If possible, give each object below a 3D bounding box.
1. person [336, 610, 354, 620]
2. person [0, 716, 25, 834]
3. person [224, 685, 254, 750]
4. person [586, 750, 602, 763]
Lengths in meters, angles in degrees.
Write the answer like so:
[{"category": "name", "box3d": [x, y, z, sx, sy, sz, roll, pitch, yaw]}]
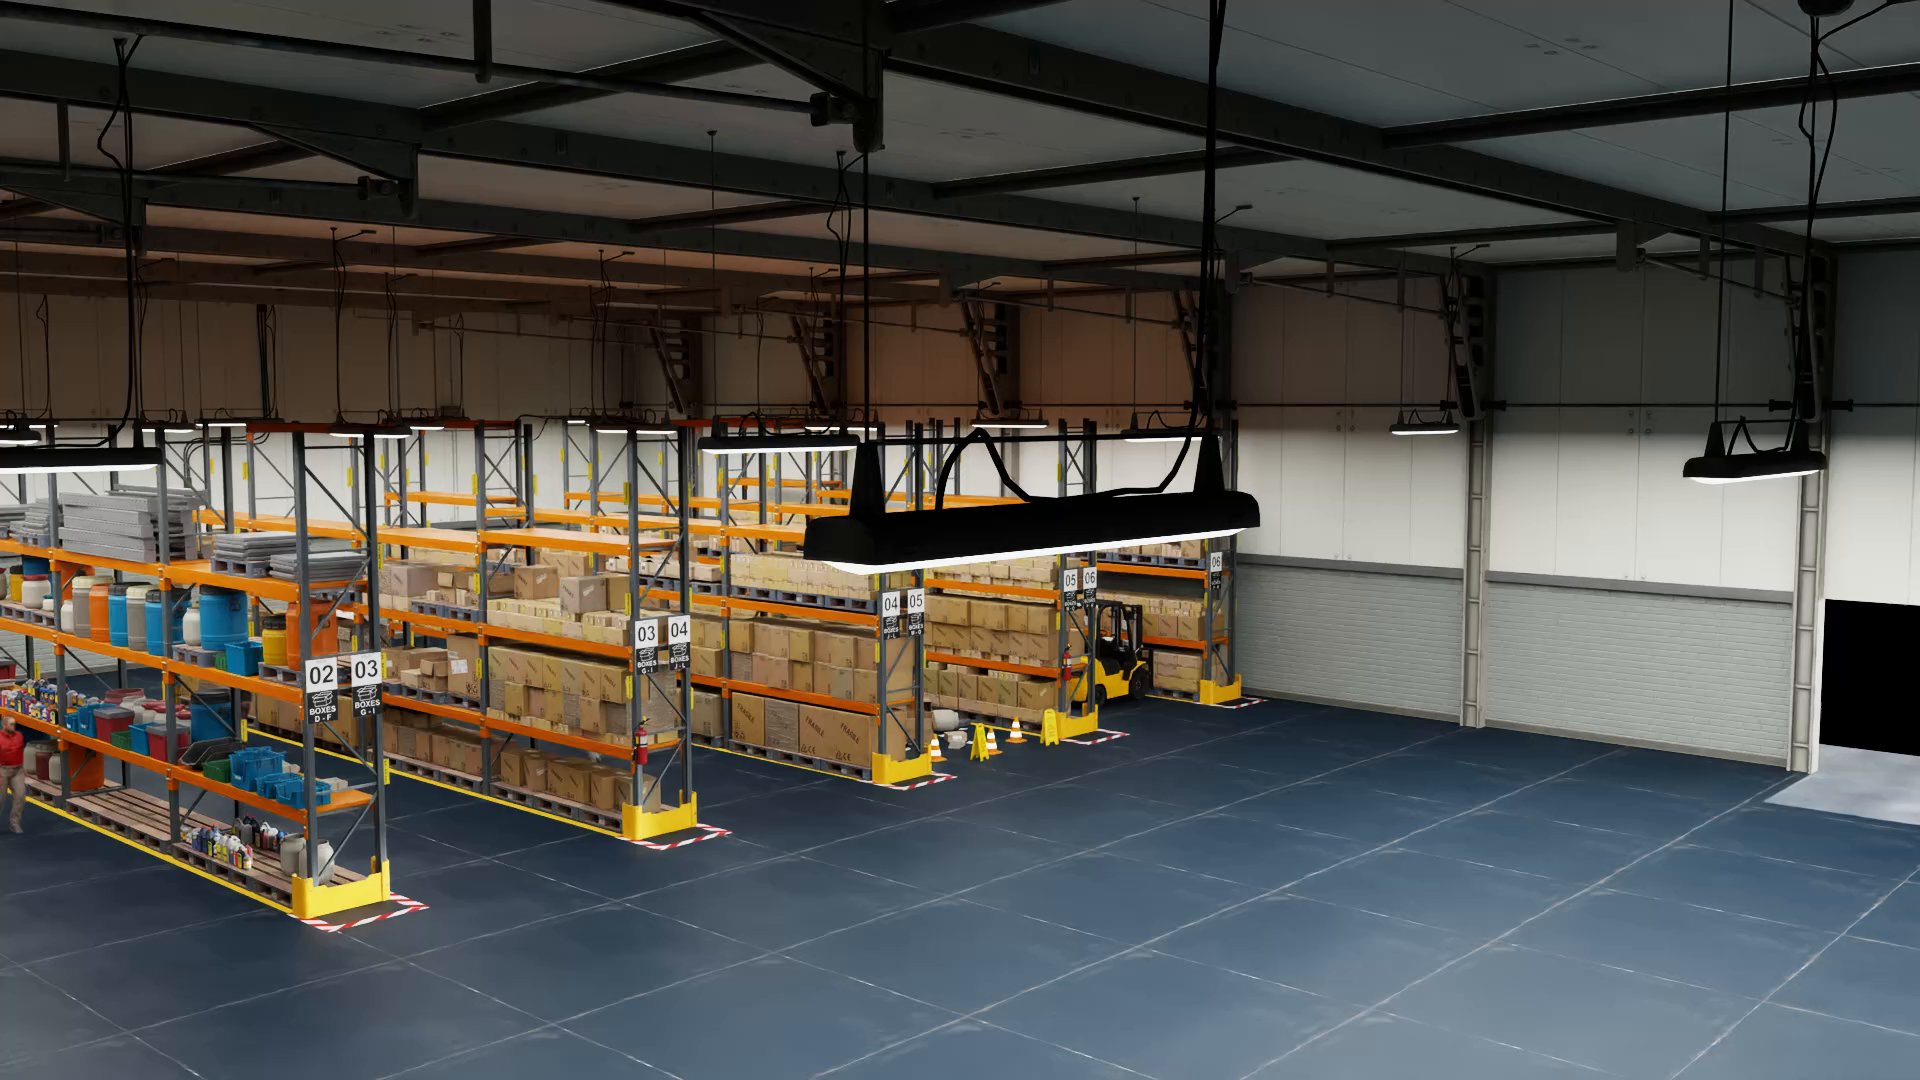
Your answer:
[{"category": "person", "box3d": [-14.679, 2.222, 39.682, 0.534, 1.709, 1.116, -1, 5, -15]}, {"category": "person", "box3d": [-14.122, 3.498, 24.666, 0.672, 1.779, 0.618, 2, 5, 27]}, {"category": "person", "box3d": [-13.119, 2.991, 30.260, 0.460, 1.719, 0.565, 4, 6, 43]}, {"category": "person", "box3d": [-6.510, 3.067, 29.046, 0.543, 1.763, 0.540, -3, 6, -35]}]
